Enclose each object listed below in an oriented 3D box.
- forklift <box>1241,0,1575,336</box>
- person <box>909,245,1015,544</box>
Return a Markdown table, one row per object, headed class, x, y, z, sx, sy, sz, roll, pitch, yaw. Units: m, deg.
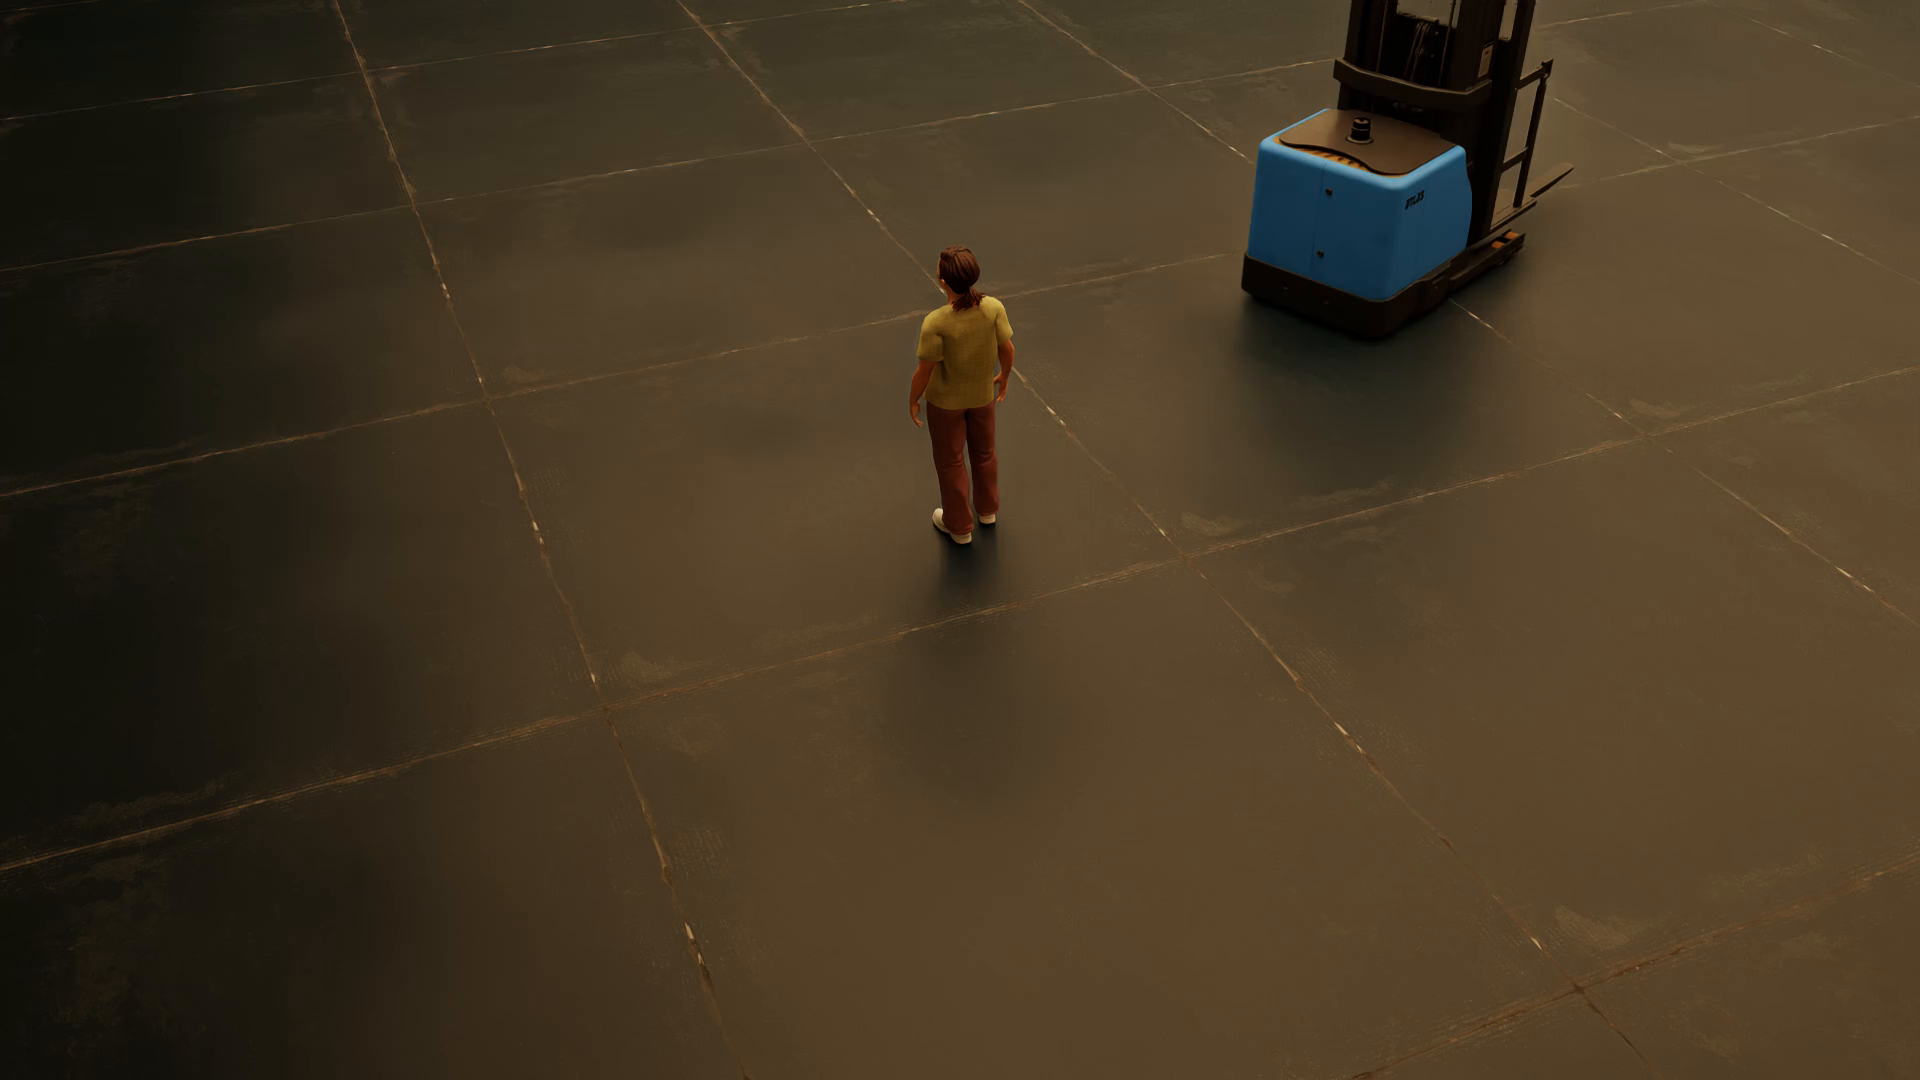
| class | x | y | z | sx | sy | sz | roll | pitch | yaw |
| --- | --- | --- | --- | --- | --- | --- | --- | --- | --- |
| forklift | 3.195 | -3.219 | 10.625 | 1.130 | 2.935 | 3.031 | 28 | 44 | 33 |
| person | -0.018 | -0.731 | 8.197 | 0.553 | 1.673 | 0.548 | -14 | 38 | -19 |
